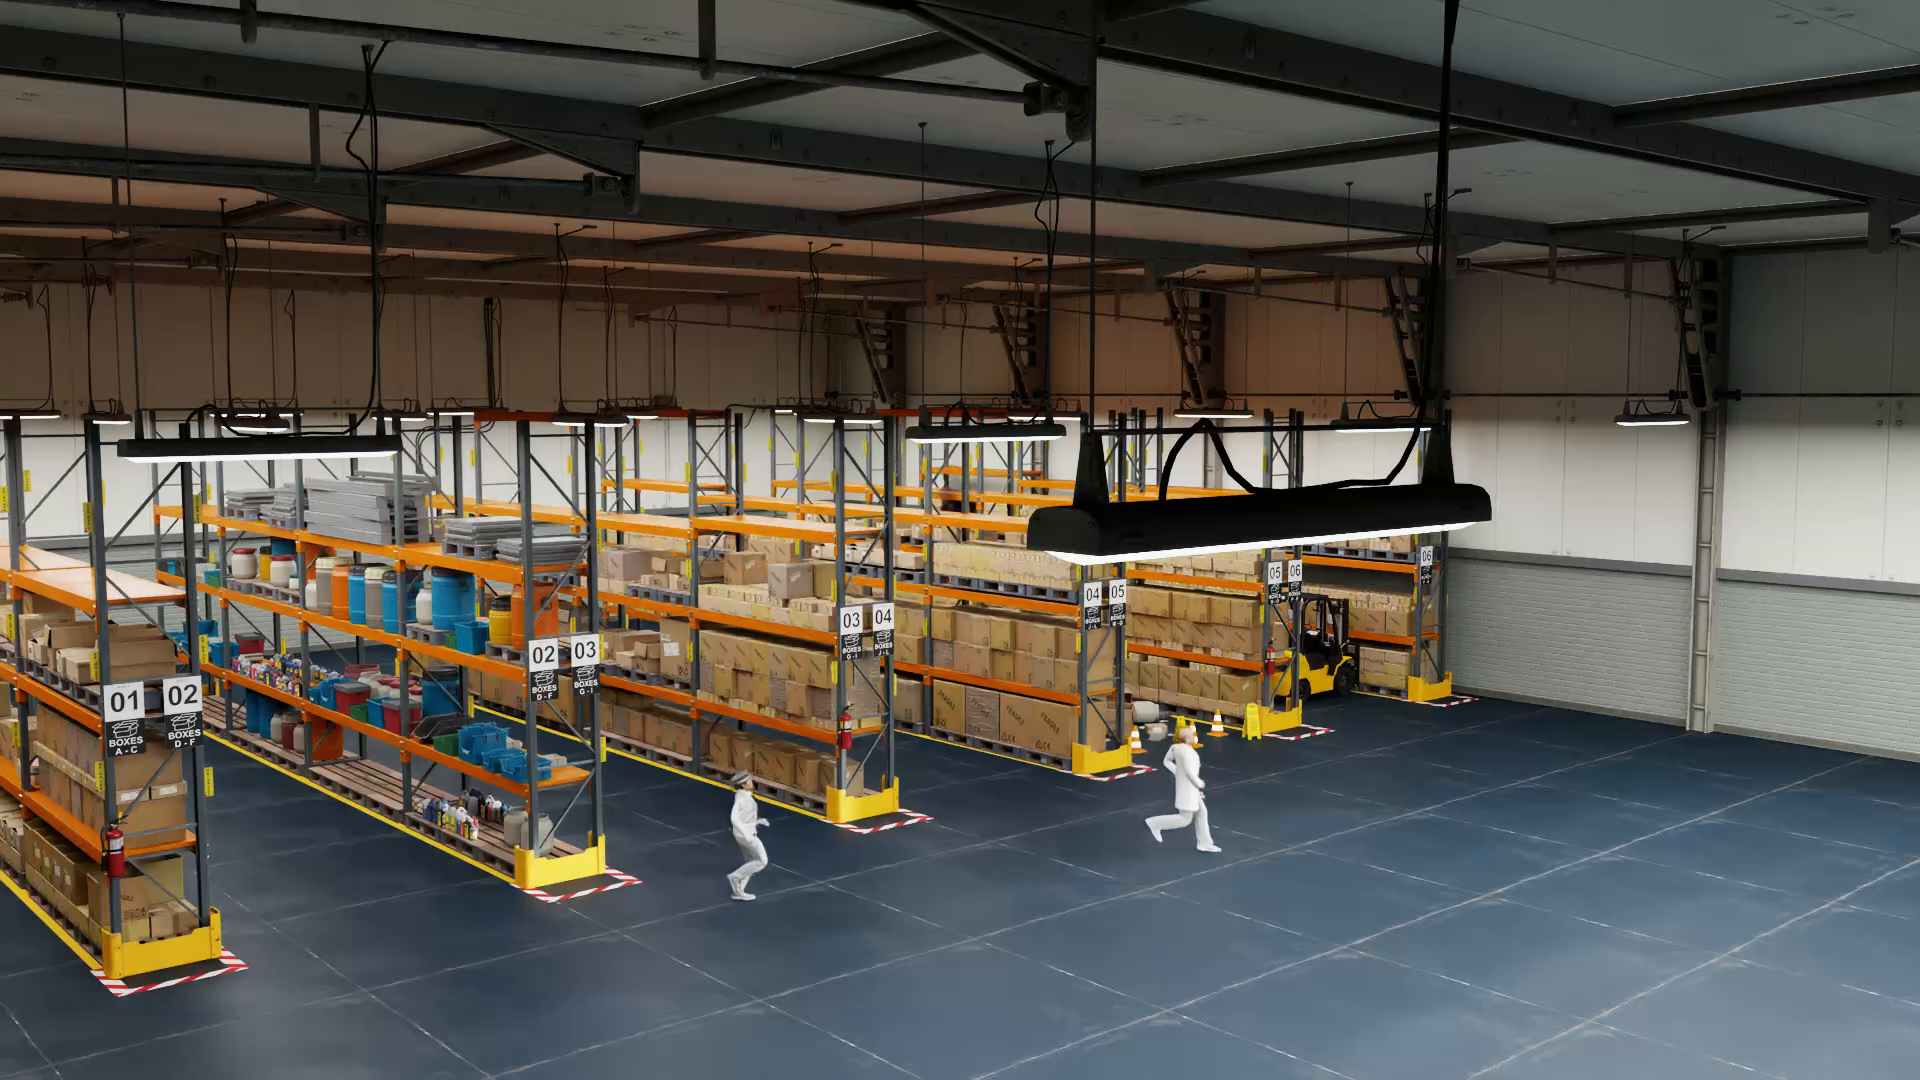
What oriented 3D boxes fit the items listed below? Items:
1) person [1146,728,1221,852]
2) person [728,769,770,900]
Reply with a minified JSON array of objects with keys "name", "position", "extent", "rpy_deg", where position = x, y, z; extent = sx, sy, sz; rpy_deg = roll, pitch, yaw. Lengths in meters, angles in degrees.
[{"name":"person","position":[3.090,3.469,22.925],"extent":[1.098,1.767,0.691],"rpy_deg":[0,5,-5]},{"name":"person","position":[-2.642,3.682,20.790],"extent":[0.547,1.656,0.616],"rpy_deg":[-1,5,-12]}]
